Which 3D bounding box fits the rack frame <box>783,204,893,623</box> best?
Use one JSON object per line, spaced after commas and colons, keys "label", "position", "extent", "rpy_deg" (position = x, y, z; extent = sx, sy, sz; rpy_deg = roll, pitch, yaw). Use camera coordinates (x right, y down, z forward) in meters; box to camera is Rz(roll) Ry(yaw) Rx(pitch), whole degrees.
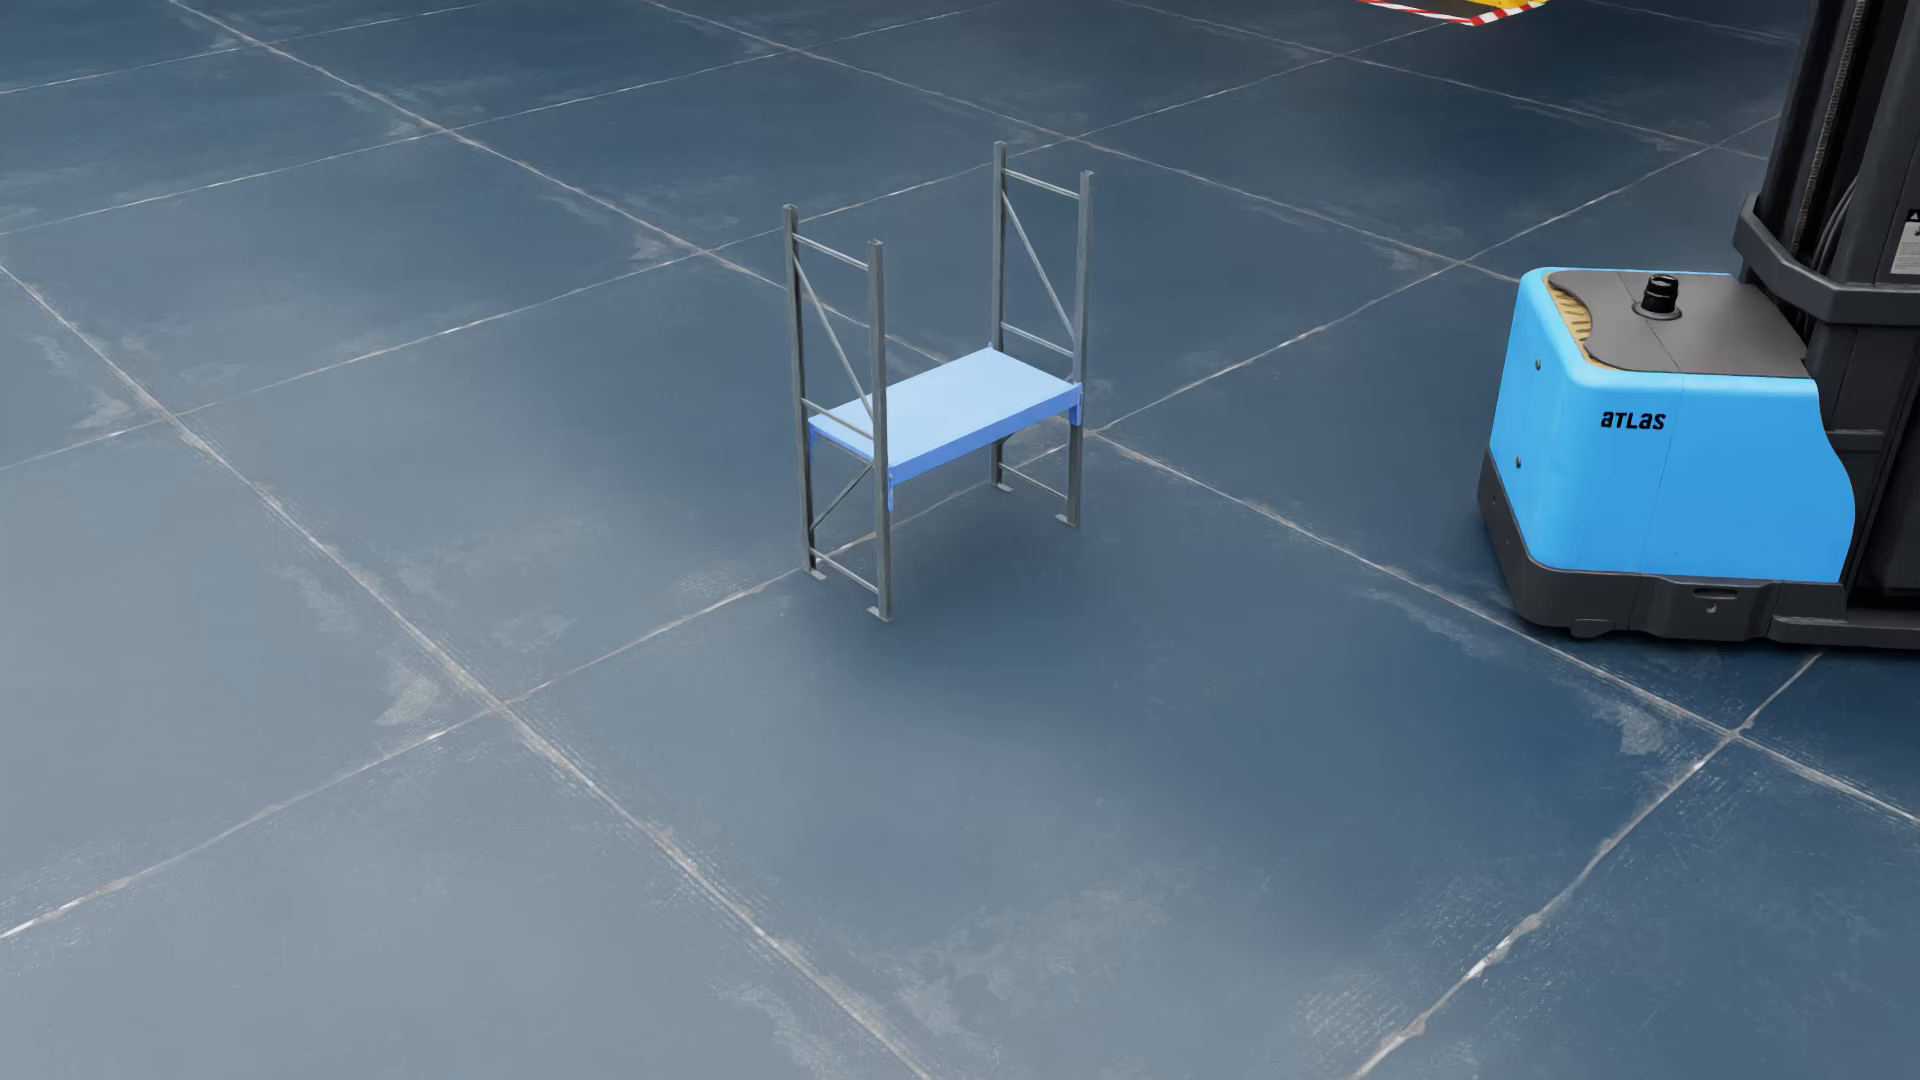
{"label": "rack frame", "position": [-0.435, -0.429, 6.014], "extent": [0.032, 1.500, 0.500], "rpy_deg": [-26, 40, -35]}

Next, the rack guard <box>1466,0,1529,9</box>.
{"label": "rack guard", "position": [4.388, -4.995, 14.440], "extent": [0.348, 0.500, 1.175], "rpy_deg": [-26, 40, -35]}

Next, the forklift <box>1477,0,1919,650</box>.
{"label": "forklift", "position": [3.615, -1.076, 5.700], "extent": [3.031, 2.935, 1.130], "rpy_deg": [3, 32, 5]}

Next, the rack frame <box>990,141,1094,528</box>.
{"label": "rack frame", "position": [0.310, -0.790, 6.604], "extent": [0.032, 1.500, 0.500], "rpy_deg": [-26, 40, -35]}

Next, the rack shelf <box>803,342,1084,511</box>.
{"label": "rack shelf", "position": [-0.063, -0.456, 6.403], "extent": [1.000, 0.185, 0.538], "rpy_deg": [-26, 40, -35]}

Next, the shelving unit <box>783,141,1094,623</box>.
{"label": "shelving unit", "position": [-0.063, -0.610, 6.309], "extent": [1.048, 1.500, 0.538], "rpy_deg": [-26, 40, -35]}
